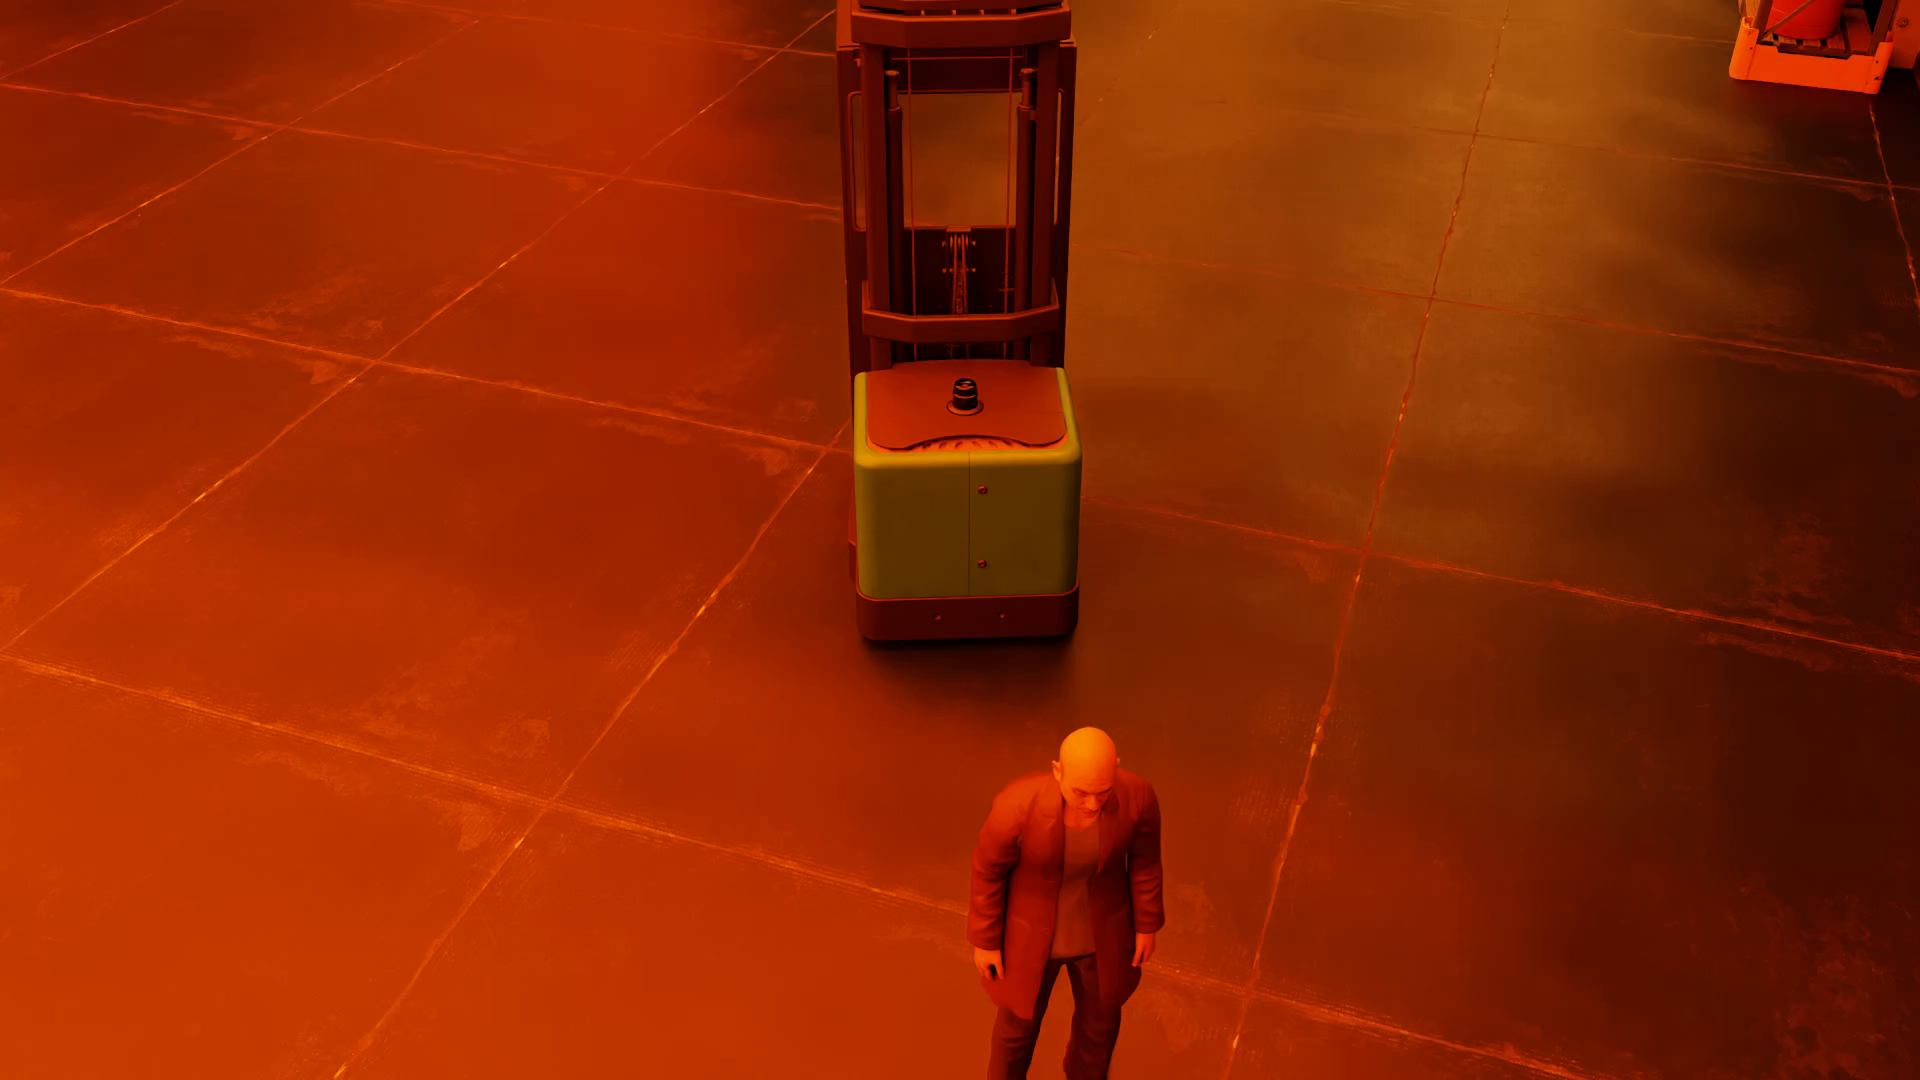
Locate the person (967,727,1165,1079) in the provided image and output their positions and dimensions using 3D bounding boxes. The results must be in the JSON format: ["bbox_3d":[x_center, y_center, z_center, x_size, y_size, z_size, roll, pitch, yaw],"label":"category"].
[{"bbox_3d":[0.342,1.265,5.329,0.644,1.772,0.436,-4,36,-6],"label":"person"}]

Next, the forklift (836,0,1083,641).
[{"bbox_3d":[-0.029,-1.547,8.293,1.130,2.935,3.031,-2,35,-2],"label":"forklift"}]
